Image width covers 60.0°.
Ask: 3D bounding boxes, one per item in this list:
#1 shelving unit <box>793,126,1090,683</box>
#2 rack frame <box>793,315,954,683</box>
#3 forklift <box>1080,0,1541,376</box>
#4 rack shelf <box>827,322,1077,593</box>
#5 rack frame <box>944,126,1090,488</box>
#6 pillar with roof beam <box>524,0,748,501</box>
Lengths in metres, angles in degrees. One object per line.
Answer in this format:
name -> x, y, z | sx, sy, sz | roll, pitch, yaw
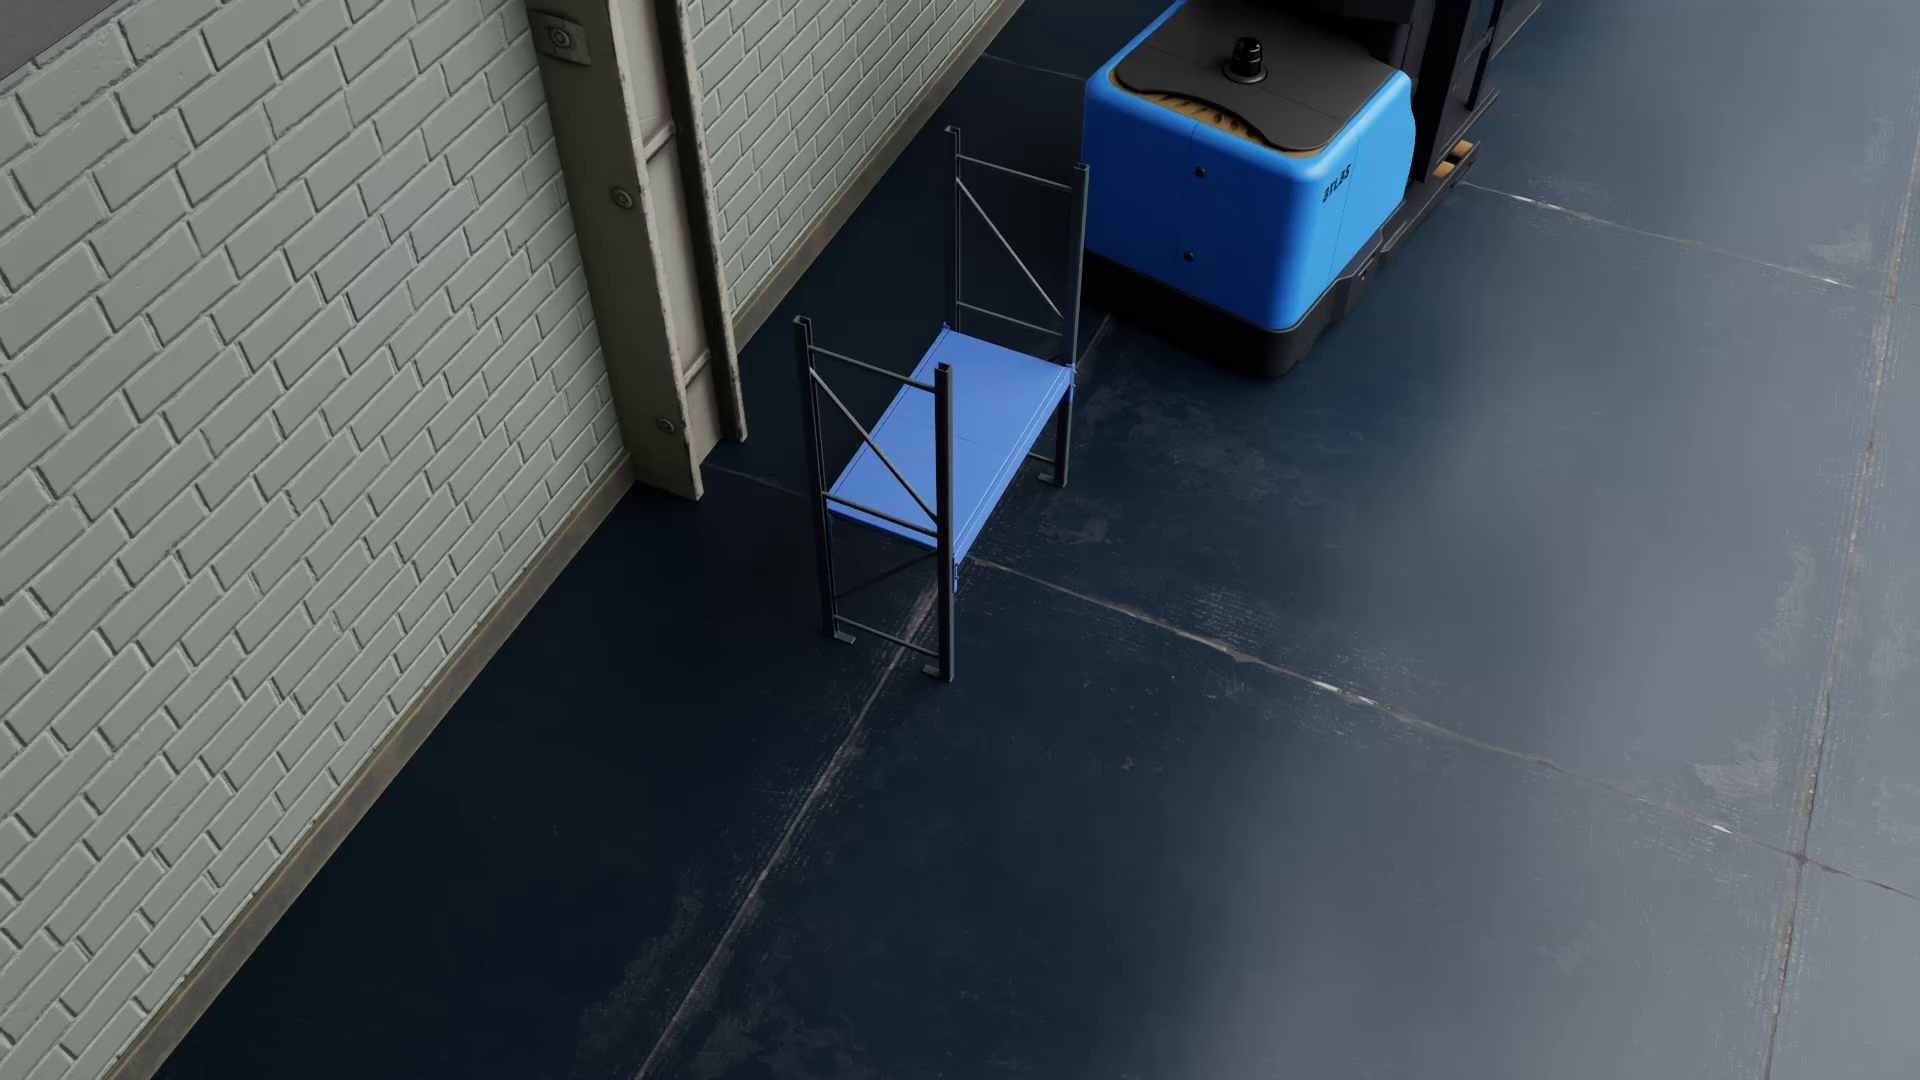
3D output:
shelving unit -> -0.036, -0.427, 5.629 | 0.538, 1.500, 1.048 | 20, 52, 16
rack frame -> -0.254, -0.077, 5.331 | 0.500, 1.500, 0.032 | 20, 52, 16
forklift -> 1.729, -2.701, 6.624 | 1.130, 2.935, 3.031 | 29, 55, 22
rack shelf -> -0.036, -0.311, 5.766 | 0.538, 0.185, 1.000 | 20, 52, 16
rack frame -> 0.181, -0.777, 5.927 | 0.500, 1.500, 0.032 | 20, 52, 16
pillar with roof beam -> 2.828, -1.851, 1.916 | 9.100, 9.000, 0.400 | 20, 52, 16
